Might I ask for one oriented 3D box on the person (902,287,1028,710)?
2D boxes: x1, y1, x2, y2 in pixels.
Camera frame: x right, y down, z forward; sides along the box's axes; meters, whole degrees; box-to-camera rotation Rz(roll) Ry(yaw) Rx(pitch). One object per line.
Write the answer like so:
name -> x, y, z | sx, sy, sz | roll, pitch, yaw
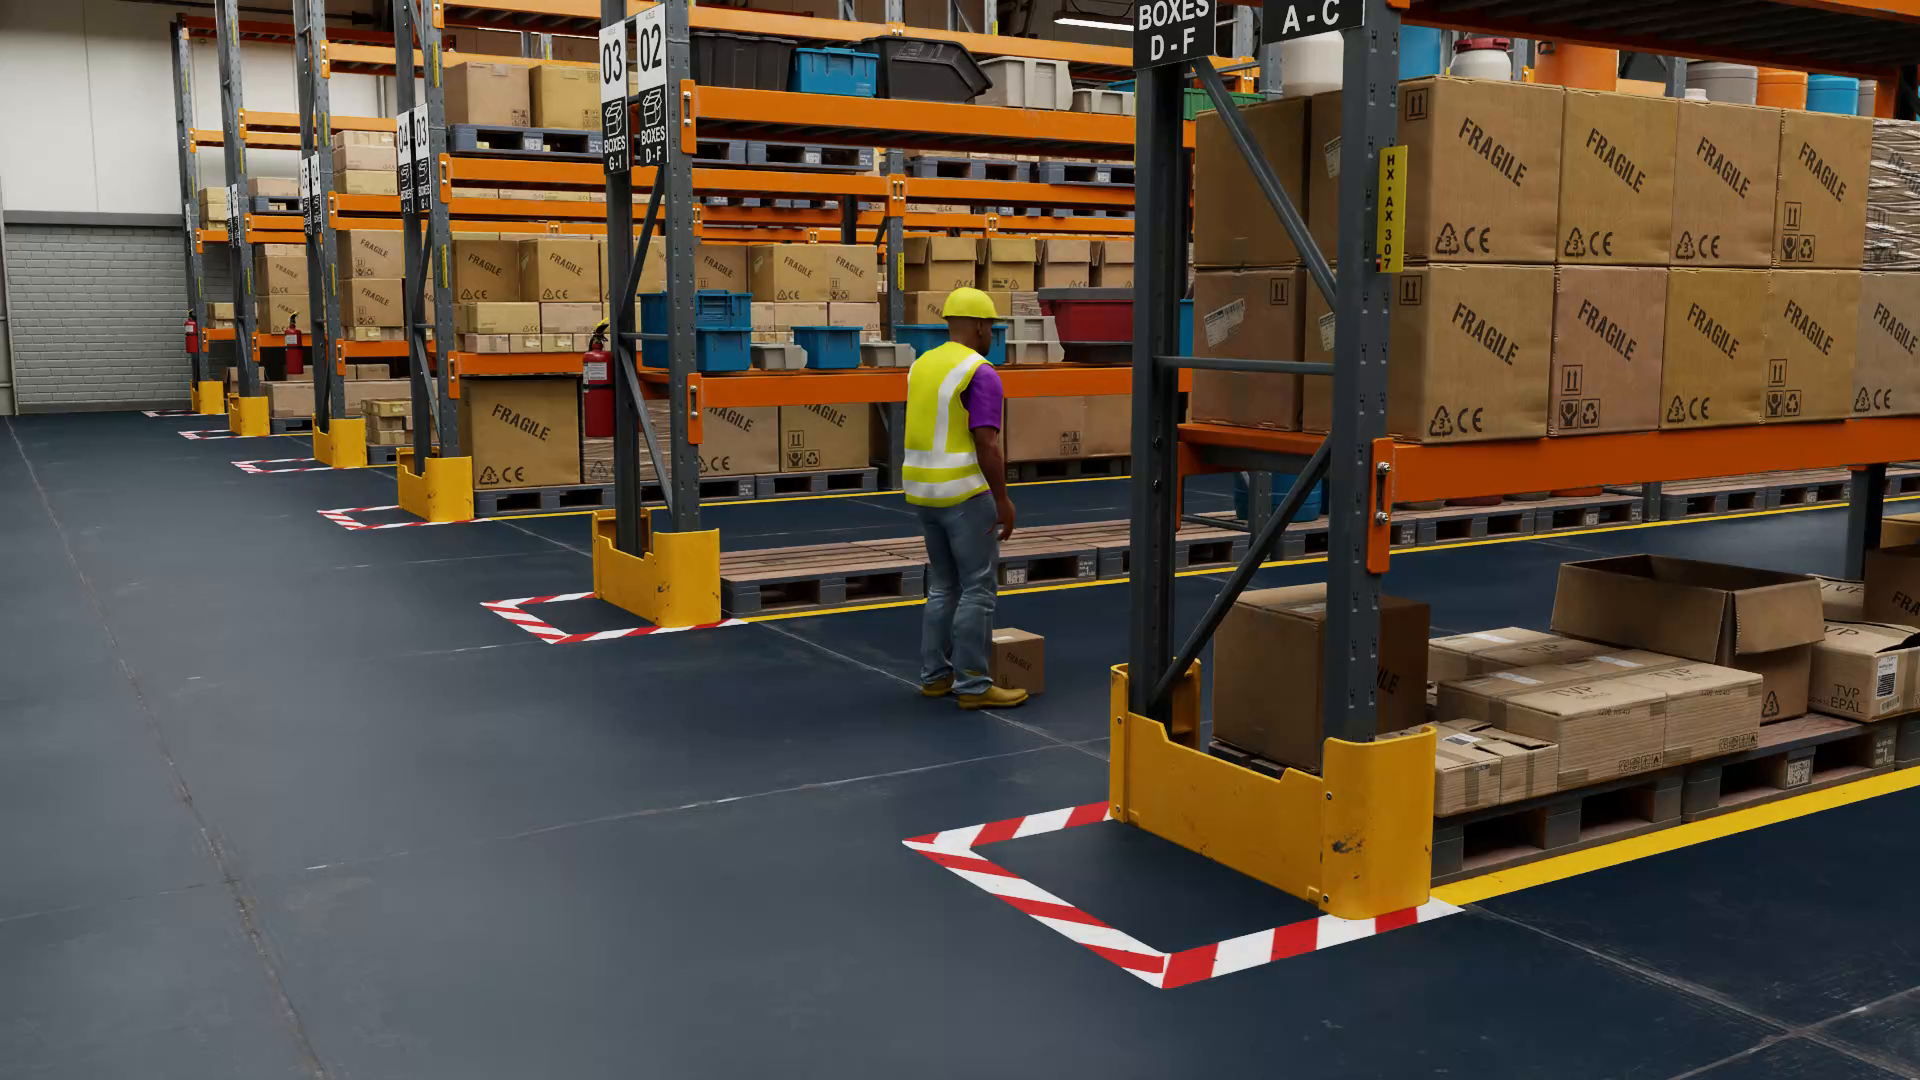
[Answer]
person -> 0.004, -0.189, 7.089 | 0.458, 1.760, 0.635 | -6, 10, -34
